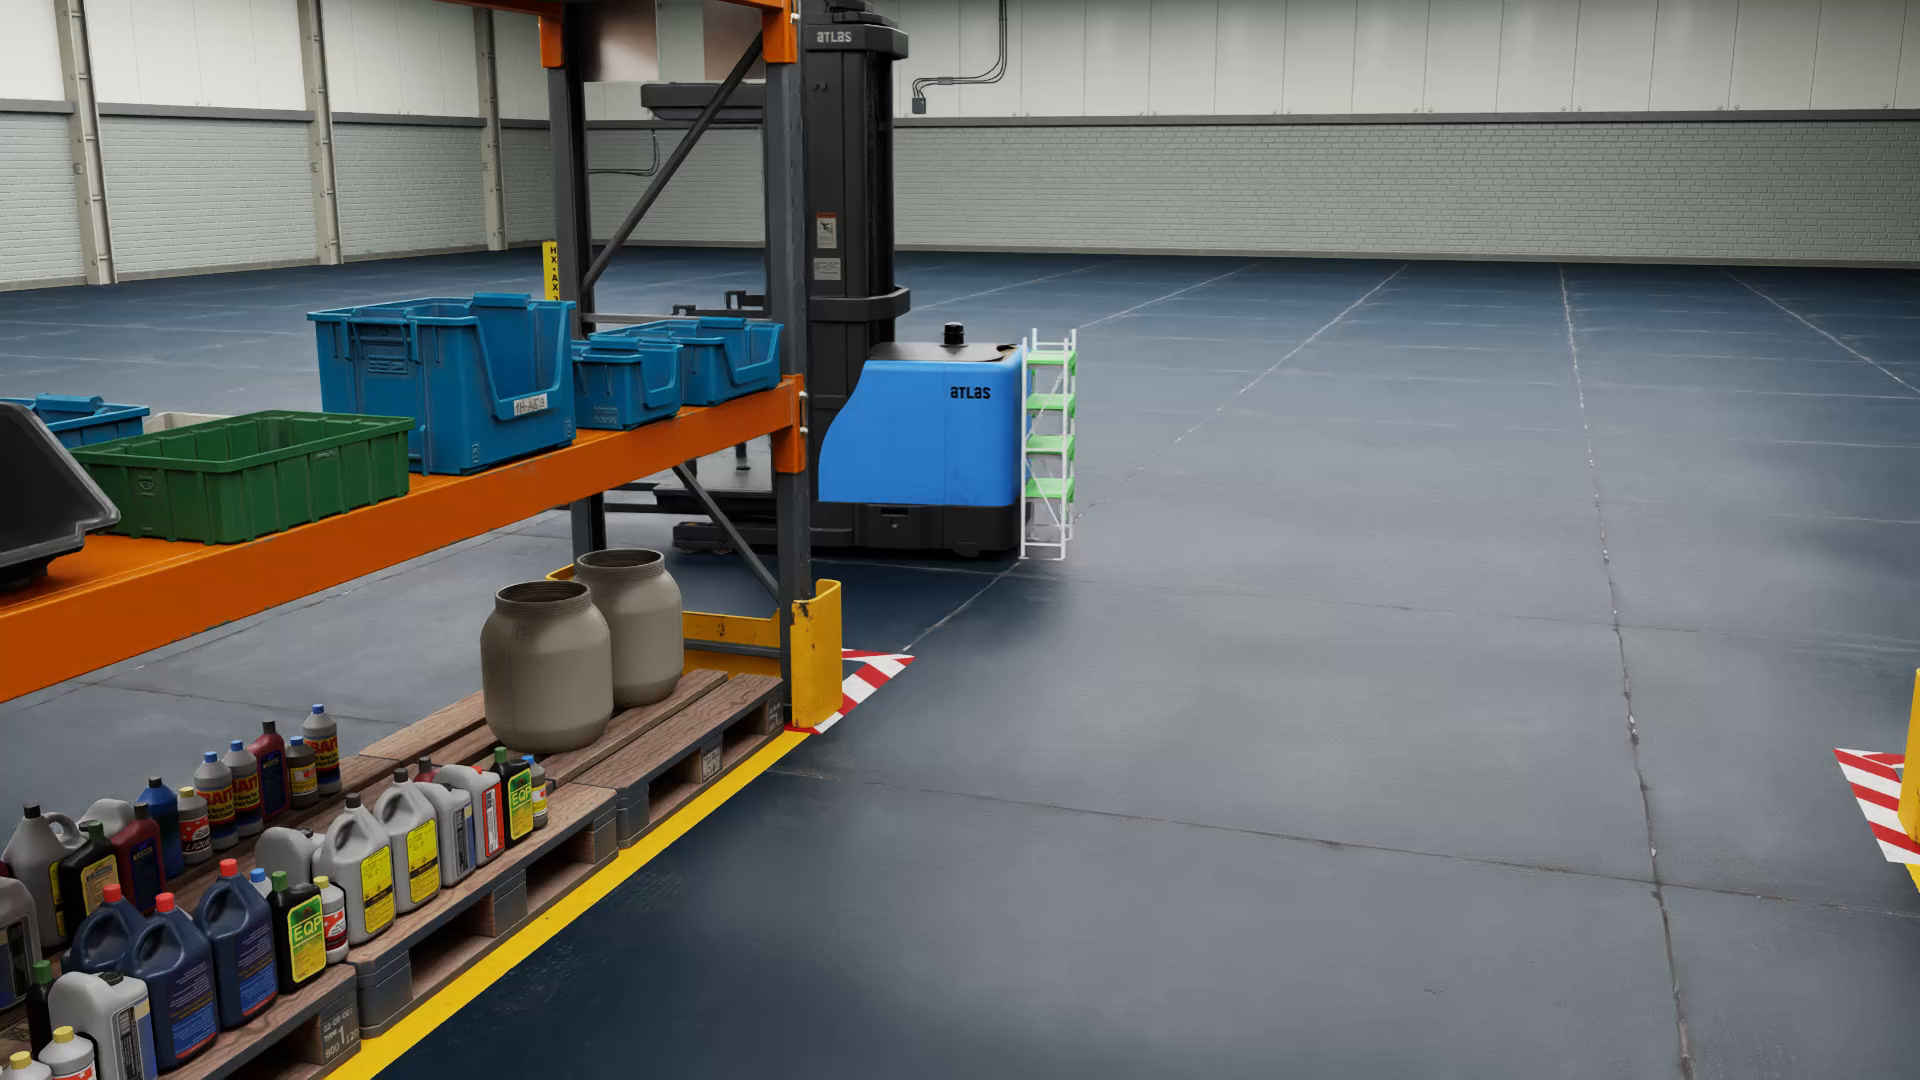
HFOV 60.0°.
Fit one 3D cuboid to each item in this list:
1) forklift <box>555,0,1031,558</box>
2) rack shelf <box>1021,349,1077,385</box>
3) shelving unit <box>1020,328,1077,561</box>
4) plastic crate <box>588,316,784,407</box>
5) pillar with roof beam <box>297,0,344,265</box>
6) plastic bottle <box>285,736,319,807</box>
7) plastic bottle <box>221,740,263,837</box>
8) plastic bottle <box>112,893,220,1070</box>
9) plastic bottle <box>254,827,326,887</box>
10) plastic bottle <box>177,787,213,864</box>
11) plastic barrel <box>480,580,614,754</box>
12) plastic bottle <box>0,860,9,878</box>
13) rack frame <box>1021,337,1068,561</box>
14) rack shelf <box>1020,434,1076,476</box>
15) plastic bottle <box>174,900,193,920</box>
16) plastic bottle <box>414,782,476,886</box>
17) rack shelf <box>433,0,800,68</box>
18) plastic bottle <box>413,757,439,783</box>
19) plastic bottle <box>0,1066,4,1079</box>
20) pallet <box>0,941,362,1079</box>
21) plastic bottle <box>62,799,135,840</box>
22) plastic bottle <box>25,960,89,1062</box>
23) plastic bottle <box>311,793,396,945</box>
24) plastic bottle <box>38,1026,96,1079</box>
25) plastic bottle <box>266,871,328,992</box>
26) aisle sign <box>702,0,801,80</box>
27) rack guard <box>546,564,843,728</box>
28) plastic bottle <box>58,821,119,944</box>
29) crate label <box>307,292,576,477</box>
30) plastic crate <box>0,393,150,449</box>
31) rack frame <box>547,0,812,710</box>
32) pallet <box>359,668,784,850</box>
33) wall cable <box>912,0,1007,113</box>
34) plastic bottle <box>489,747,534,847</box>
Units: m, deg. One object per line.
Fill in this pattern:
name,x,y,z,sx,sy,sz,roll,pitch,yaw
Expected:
forklift,-1.137,-1.463,9.311,3.031,2.935,1.130,2,13,8
rack shelf,0.487,-0.939,9.034,0.258,0.148,0.480,2,13,8
shelving unit,0.486,-0.533,9.126,0.258,1.200,0.503,2,13,8
plastic crate,-0.955,-0.639,5.880,0.499,0.251,0.616,4,14,18
pillar with roof beam,-9.077,-9.851,32.427,9.100,9.000,0.400,4,14,18
plastic bottle,-1.992,0.693,5.013,0.097,0.201,0.097,0,13,0
plastic bottle,-2.069,0.709,4.784,0.097,0.271,0.097,0,13,0
plastic bottle,-1.717,0.941,3.589,0.144,0.351,0.185,5,14,20
plastic bottle,-1.667,0.843,4.188,0.152,0.276,0.135,4,14,18
plastic bottle,-2.133,0.785,4.608,0.097,0.201,0.097,0,13,0
plastic barrel,-1.379,0.419,5.556,0.421,0.512,0.421,0,13,0
plastic bottle,-2.360,0.880,4.009,0.061,0.283,0.133,5,14,22
rack frame,0.450,-0.479,8.891,0.240,1.200,0.015,2,13,8
rack shelf,0.486,-0.471,9.140,0.258,0.148,0.480,2,13,8
plastic bottle,-1.784,0.940,3.770,0.097,0.271,0.097,0,13,0
plastic bottle,-1.408,0.774,4.490,0.152,0.276,0.135,4,13,17
rack shelf,-1.724,-1.529,4.321,1.077,0.370,4.000,4,14,18
plastic bottle,-1.464,0.733,4.650,0.061,0.283,0.133,4,14,18
plastic bottle,-1.853,1.084,3.140,0.097,0.271,0.097,0,13,0
pallet,-2.114,1.225,3.647,1.003,0.211,1.213,4,14,18
plastic bottle,-2.212,0.819,4.293,0.152,0.276,0.135,5,14,19
plastic bottle,-1.875,1.001,3.479,0.061,0.283,0.133,4,14,18
plastic bottle,-1.518,0.812,4.156,0.144,0.351,0.185,4,14,18
plastic bottle,-1.787,1.075,3.336,0.097,0.201,0.097,0,13,0
plastic bottle,-1.563,0.902,3.910,0.061,0.283,0.133,5,14,21
aisle sign,-0.772,-2.099,6.103,0.394,0.787,0.004,4,14,18
rack guard,-1.057,0.400,6.613,1.175,0.500,0.348,4,14,18
plastic bottle,-2.163,0.851,4.135,0.061,0.283,0.133,4,14,18
crate label,-1.416,-0.449,4.633,0.502,0.435,0.616,4,14,18
plastic crate,-2.270,-0.176,3.853,0.499,0.251,0.616,4,14,18
rack frame,-1.077,-0.838,6.420,1.000,3.000,0.127,4,14,18
pallet,-1.325,0.711,5.897,1.003,0.211,1.213,4,14,18
wall cable,-0.027,-12.921,38.232,2.305,6.003,0.169,4,14,18
plastic bottle,-1.277,0.716,4.727,0.061,0.283,0.133,5,14,20
